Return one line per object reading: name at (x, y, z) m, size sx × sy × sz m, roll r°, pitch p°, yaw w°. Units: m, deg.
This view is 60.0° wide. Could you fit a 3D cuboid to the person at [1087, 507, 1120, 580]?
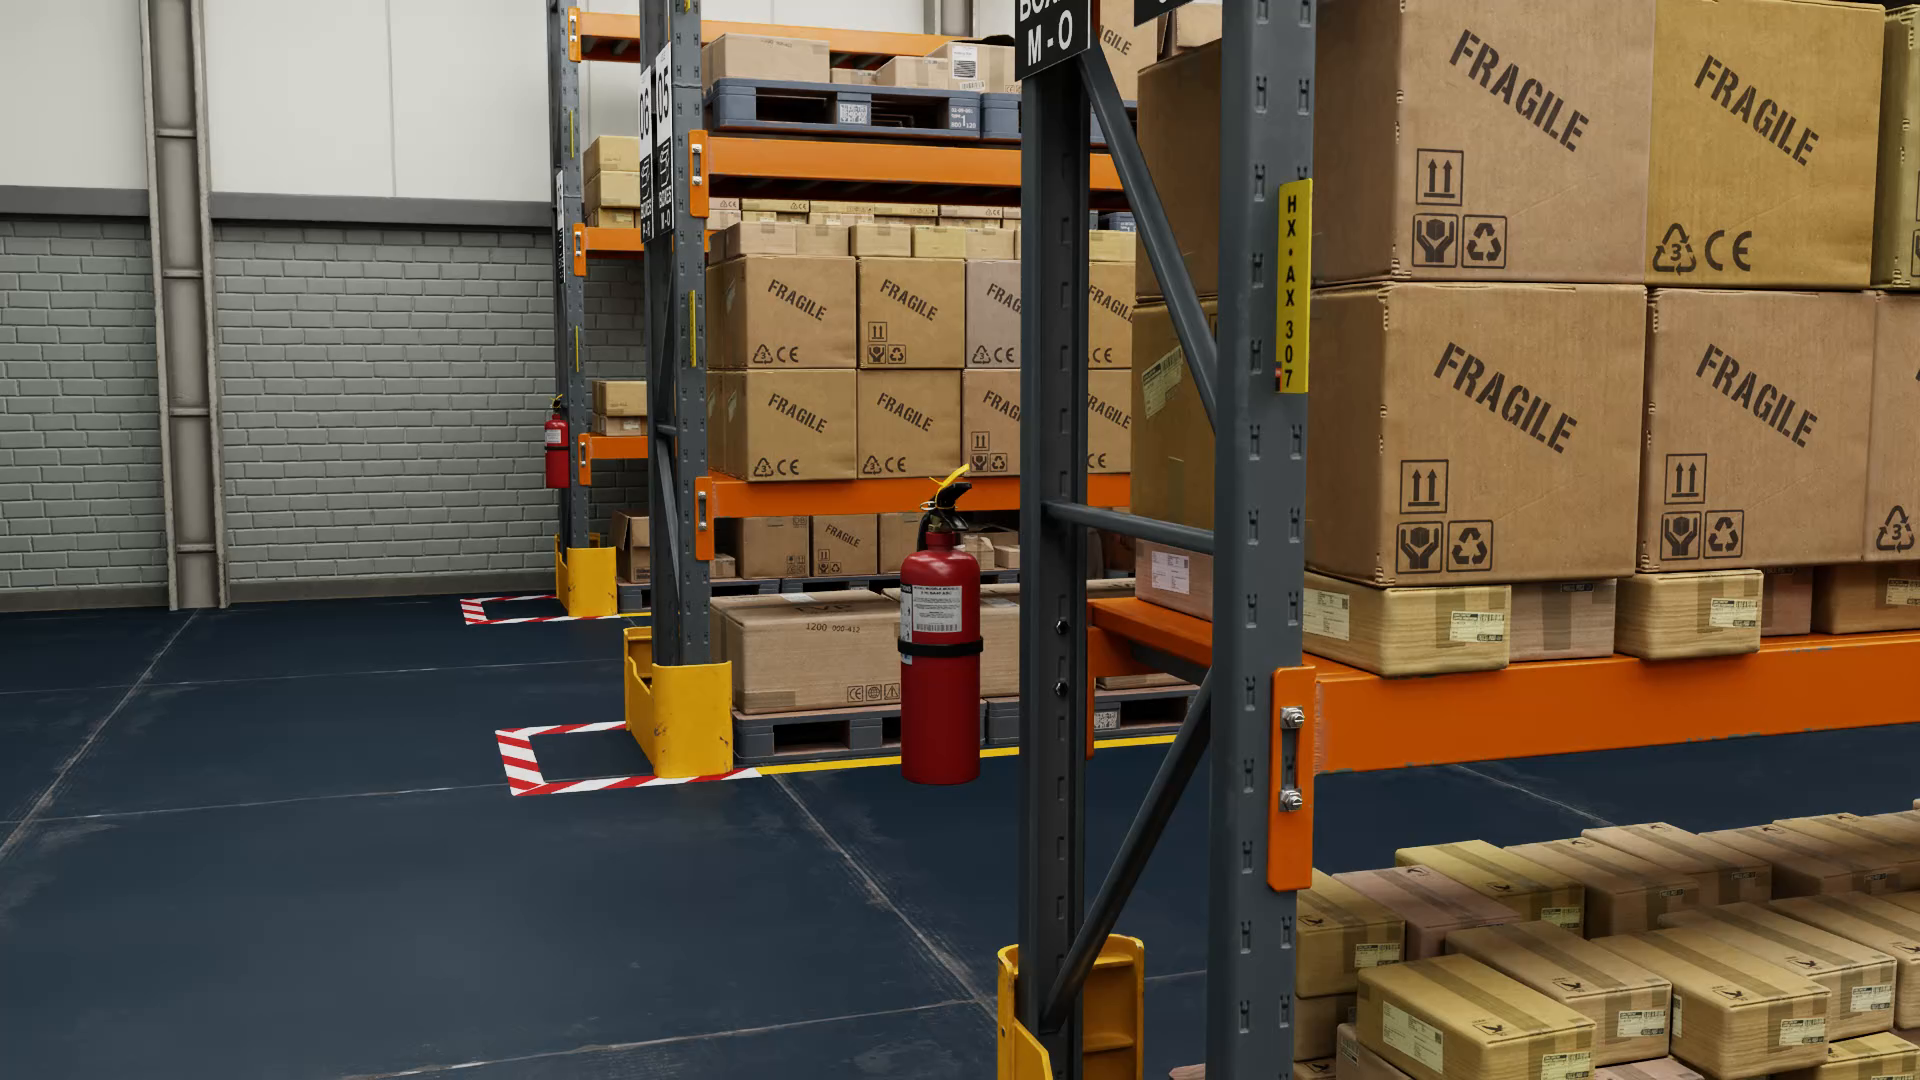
person at (0.760, -0.043, 10.180) m, size 0.371 × 1.593 × 0.445 m, roll -2°, pitch 6°, yaw -19°
